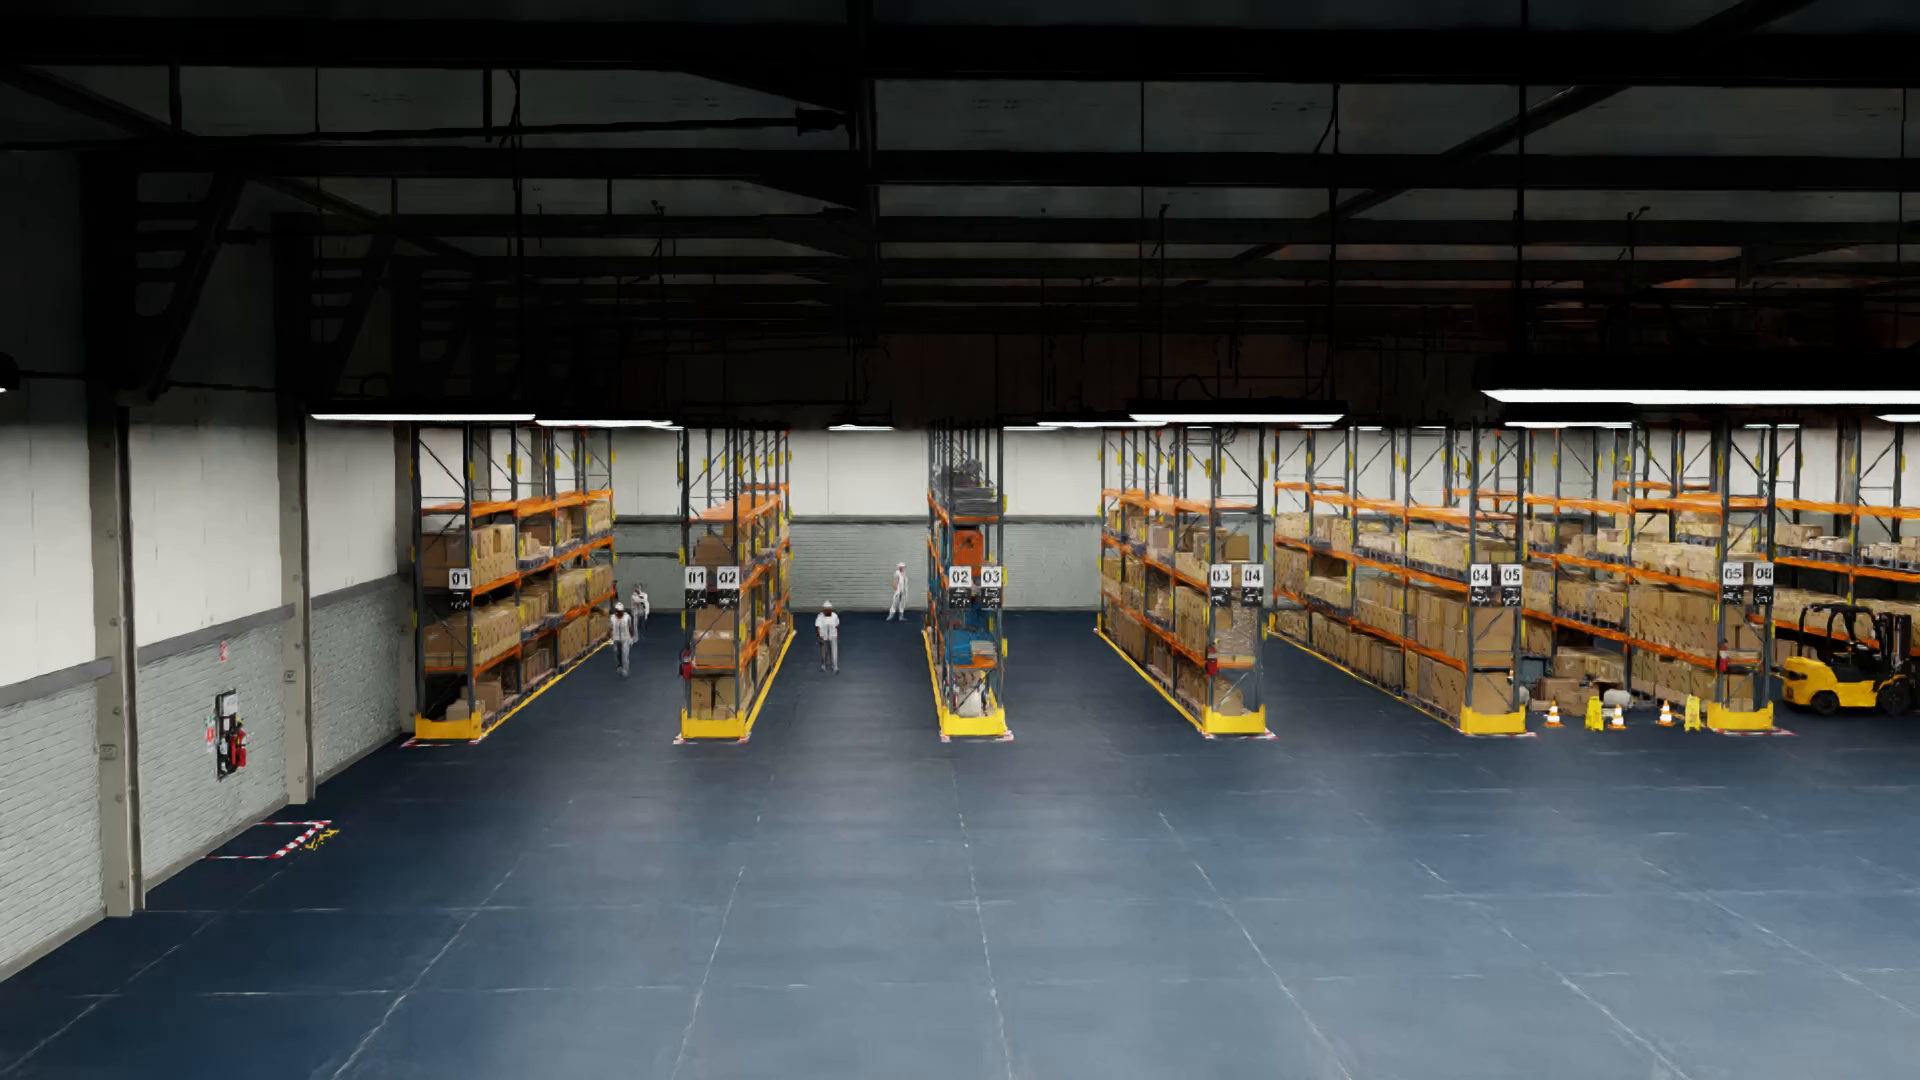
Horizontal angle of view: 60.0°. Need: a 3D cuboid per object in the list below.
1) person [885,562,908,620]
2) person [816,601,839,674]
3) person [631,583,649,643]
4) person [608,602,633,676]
[{"bbox_3d":[-1.905,1.553,50.357,0.494,1.786,0.720,3,5,43],"label":"person"},{"bbox_3d":[-3.135,2.292,39.375,0.571,1.708,1.033,-1,4,-10],"label":"person"},{"bbox_3d":[-8.687,1.958,45.148,0.502,1.624,0.997,0,4,-4],"label":"person"},{"bbox_3d":[-7.977,2.305,39.025,0.571,1.702,1.114,0,4,-5],"label":"person"}]
